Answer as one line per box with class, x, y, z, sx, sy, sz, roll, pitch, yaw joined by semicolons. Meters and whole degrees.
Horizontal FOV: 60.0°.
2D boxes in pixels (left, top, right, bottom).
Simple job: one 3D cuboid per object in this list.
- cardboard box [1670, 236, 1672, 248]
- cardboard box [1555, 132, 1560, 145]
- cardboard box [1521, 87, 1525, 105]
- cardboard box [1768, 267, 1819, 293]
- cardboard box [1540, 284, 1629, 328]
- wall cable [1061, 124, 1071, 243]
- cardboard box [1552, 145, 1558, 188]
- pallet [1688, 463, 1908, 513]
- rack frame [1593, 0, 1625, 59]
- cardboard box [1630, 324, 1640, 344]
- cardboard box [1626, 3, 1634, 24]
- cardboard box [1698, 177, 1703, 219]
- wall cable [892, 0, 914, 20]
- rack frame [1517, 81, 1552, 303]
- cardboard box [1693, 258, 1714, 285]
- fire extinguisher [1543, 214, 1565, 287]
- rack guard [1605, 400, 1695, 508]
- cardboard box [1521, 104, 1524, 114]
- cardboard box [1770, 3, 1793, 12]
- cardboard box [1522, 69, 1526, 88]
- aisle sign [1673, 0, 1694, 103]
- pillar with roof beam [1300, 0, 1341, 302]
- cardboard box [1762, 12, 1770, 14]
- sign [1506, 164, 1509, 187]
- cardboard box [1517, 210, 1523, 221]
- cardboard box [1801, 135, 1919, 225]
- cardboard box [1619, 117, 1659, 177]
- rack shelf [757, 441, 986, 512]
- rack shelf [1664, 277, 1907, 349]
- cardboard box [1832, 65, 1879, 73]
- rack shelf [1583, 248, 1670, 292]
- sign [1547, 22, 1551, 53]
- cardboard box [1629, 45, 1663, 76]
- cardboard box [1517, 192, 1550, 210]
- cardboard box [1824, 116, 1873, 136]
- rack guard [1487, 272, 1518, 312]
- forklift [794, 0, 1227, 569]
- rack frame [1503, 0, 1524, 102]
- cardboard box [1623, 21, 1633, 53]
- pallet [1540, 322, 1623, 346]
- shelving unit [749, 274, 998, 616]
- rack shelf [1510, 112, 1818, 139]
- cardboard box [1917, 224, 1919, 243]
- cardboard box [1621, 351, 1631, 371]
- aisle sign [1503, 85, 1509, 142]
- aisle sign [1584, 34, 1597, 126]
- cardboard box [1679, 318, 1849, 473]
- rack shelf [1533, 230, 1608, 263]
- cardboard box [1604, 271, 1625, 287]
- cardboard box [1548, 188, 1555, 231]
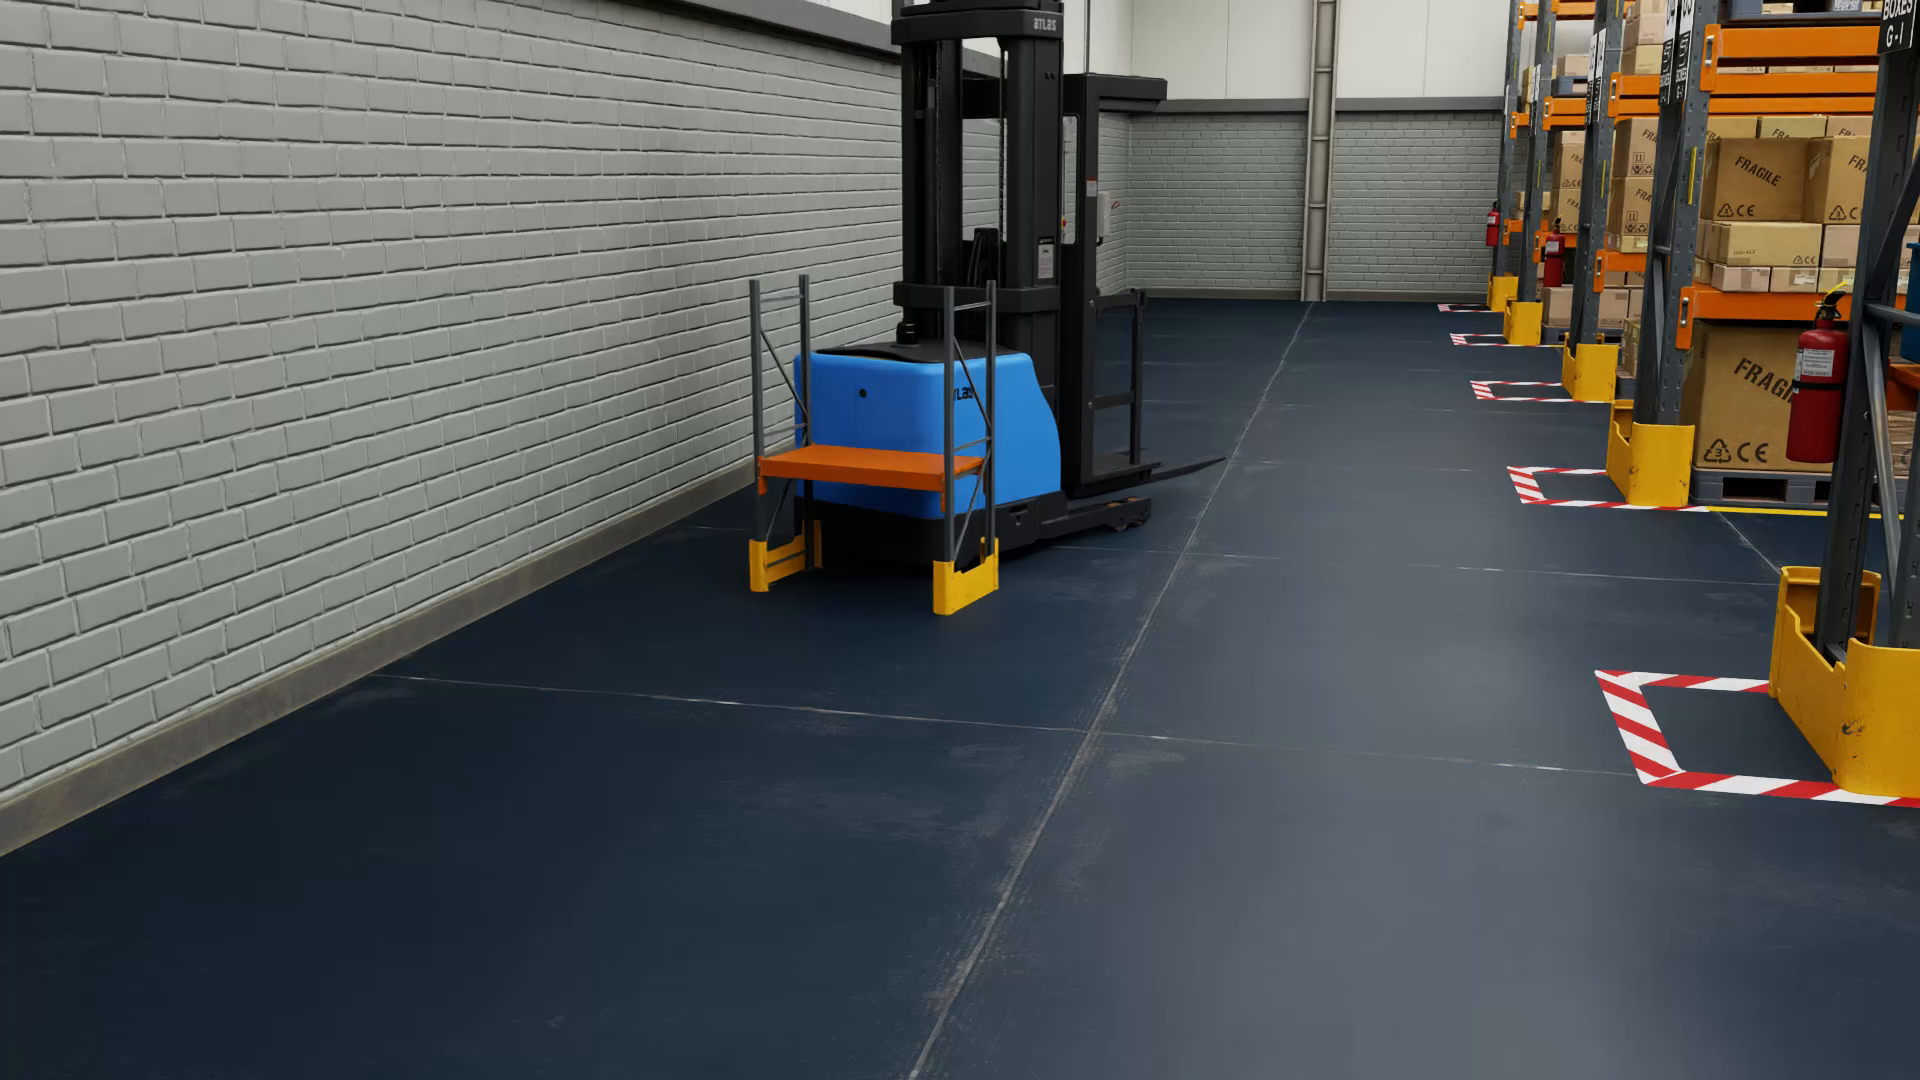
cardboard box;6.205;-2.613;14.666;0.250;0.149;0.380;4;13;16
cardboard box;7.197;-4.749;19.677;0.250;0.149;0.380;3;13;14
cardboard box;8.483;-6.487;24.280;0.500;0.250;0.500;3;13;13
cardboard box;4.941;-1.565;9.941;0.250;0.149;0.380;3;13;13
cardboard box;7.465;-2.813;19.933;0.875;0.438;0.875;3;13;12
wall cable;1.320;-4.671;20.944;0.123;1.953;0.585;3;13;14
cardboard box;7.325;-4.434;19.755;0.500;0.500;0.500;4;13;15
pallet;5.221;-0.402;10.557;1.213;0.211;1.003;3;13;14
rack frame;5.712;-5.755;14.396;0.127;3.000;1.000;3;13;14
cardboard box;6.140;-1.831;14.800;0.250;0.149;0.380;2;13;11
cardboard box;6.105;-4.700;14.840;0.250;0.149;0.380;3;13;13
cardboard box;6.608;-2.916;14.535;0.500;0.500;0.500;3;13;14
wall cable;-0.238;-7.306;13.959;0.120;5.999;2.277;3;13;14
rack frame;6.800;-3.872;19.761;0.127;3.000;1.000;3;13;14
cardboard box;4.850;-1.716;10.624;0.250;0.149;0.380;3;13;15
fire extinguisher;5.578;-2.716;15.591;0.183;0.674;0.296;3;13;14
rack guard;4.403;-0.569;10.644;0.348;0.500;1.175;3;13;14
cardboard box;8.352;-6.290;24.313;0.250;0.149;0.380;3;13;15
cardboard box;6.973;-4.541;14.121;0.250;0.149;0.380;3;13;15
cardboard box;8.484;-6.732;24.232;0.500;0.250;0.500;3;13;12
aisle sign;4.284;-2.998;9.819;0.004;0.787;0.394;3;13;14
pillar with roof beam;4.553;-7.269;21.221;0.400;9.000;9.100;3;13;14
cardboard box;6.583;-4.357;14.213;0.500;0.250;0.500;3;13;13
sign;7.856;-5.225;23.858;0.005;0.325;0.100;3;13;14
cardboard box;8.239;-4.719;24.157;0.250;0.149;0.380;3;13;13
cardboard box;5.313;-2.119;9.786;0.500;0.500;0.500;3;13;12
cardboard box;6.085;-3.429;14.538;0.500;0.500;0.500;3;13;13
rack shelf;-0.411;-0.314;8.015;1.000;0.185;0.538;6;14;25
rack shelf;6.368;-1.333;9.978;4.000;0.370;1.077;3;13;14
cardboard box;7.599;-4.059;14.023;0.500;0.250;0.500;3;13;13
rack shelf;7.654;-2.371;14.656;4.000;0.370;1.077;3;13;14
sign;6.661;-5.685;18.808;0.005;0.325;0.100;3;13;14
cardboard box;6.087;-4.140;14.390;0.500;0.250;0.500;4;13;16
cardboard box;8.362;-4.908;24.089;0.500;0.250;0.500;3;13;14
cardboard box;7.571;-3.347;14.167;0.500;0.500;0.500;3;13;12
rack guard;8.060;-3.692;24.719;0.348;0.500;1.175;3;13;14
forklift;0.456;-1.543;9.421;1.130;2.935;3.031;11;16;40
rack frame;7.986;-7.845;23.817;0.127;3.000;1.000;3;13;14
cardboard box;6.220;-4.491;14.816;0.500;0.250;0.500;3;13;12
pallet;7.595;-2.486;19.950;1.213;0.211;1.003;3;13;14
shelving unit;-0.419;-0.490;7.980;1.083;1.500;0.587;6;14;25
rack shelf;9.928;-5.925;23.752;4.000;0.370;1.077;3;13;14
cardboard box;5.820;-1.726;9.748;0.500;0.250;0.500;3;13;12
cardboard box;6.273;-1.656;15.383;0.250;0.149;0.380;3;13;14
aisle sign;7.849;-6.127;23.923;0.004;0.787;0.394;3;13;14
aisle sign;5.713;-4.162;15.065;0.004;0.787;0.394;3;13;14
cardboard box;5.066;-0.939;10.479;0.875;0.875;0.875;3;13;14
rack shelf;8.742;-3.417;19.371;4.000;0.370;1.077;3;13;14
cardboard box;9.378;-3.797;24.222;0.500;0.500;0.700;4;13;16
cardboard box;7.332;-3.952;19.888;0.500;0.500;0.500;3;13;14
